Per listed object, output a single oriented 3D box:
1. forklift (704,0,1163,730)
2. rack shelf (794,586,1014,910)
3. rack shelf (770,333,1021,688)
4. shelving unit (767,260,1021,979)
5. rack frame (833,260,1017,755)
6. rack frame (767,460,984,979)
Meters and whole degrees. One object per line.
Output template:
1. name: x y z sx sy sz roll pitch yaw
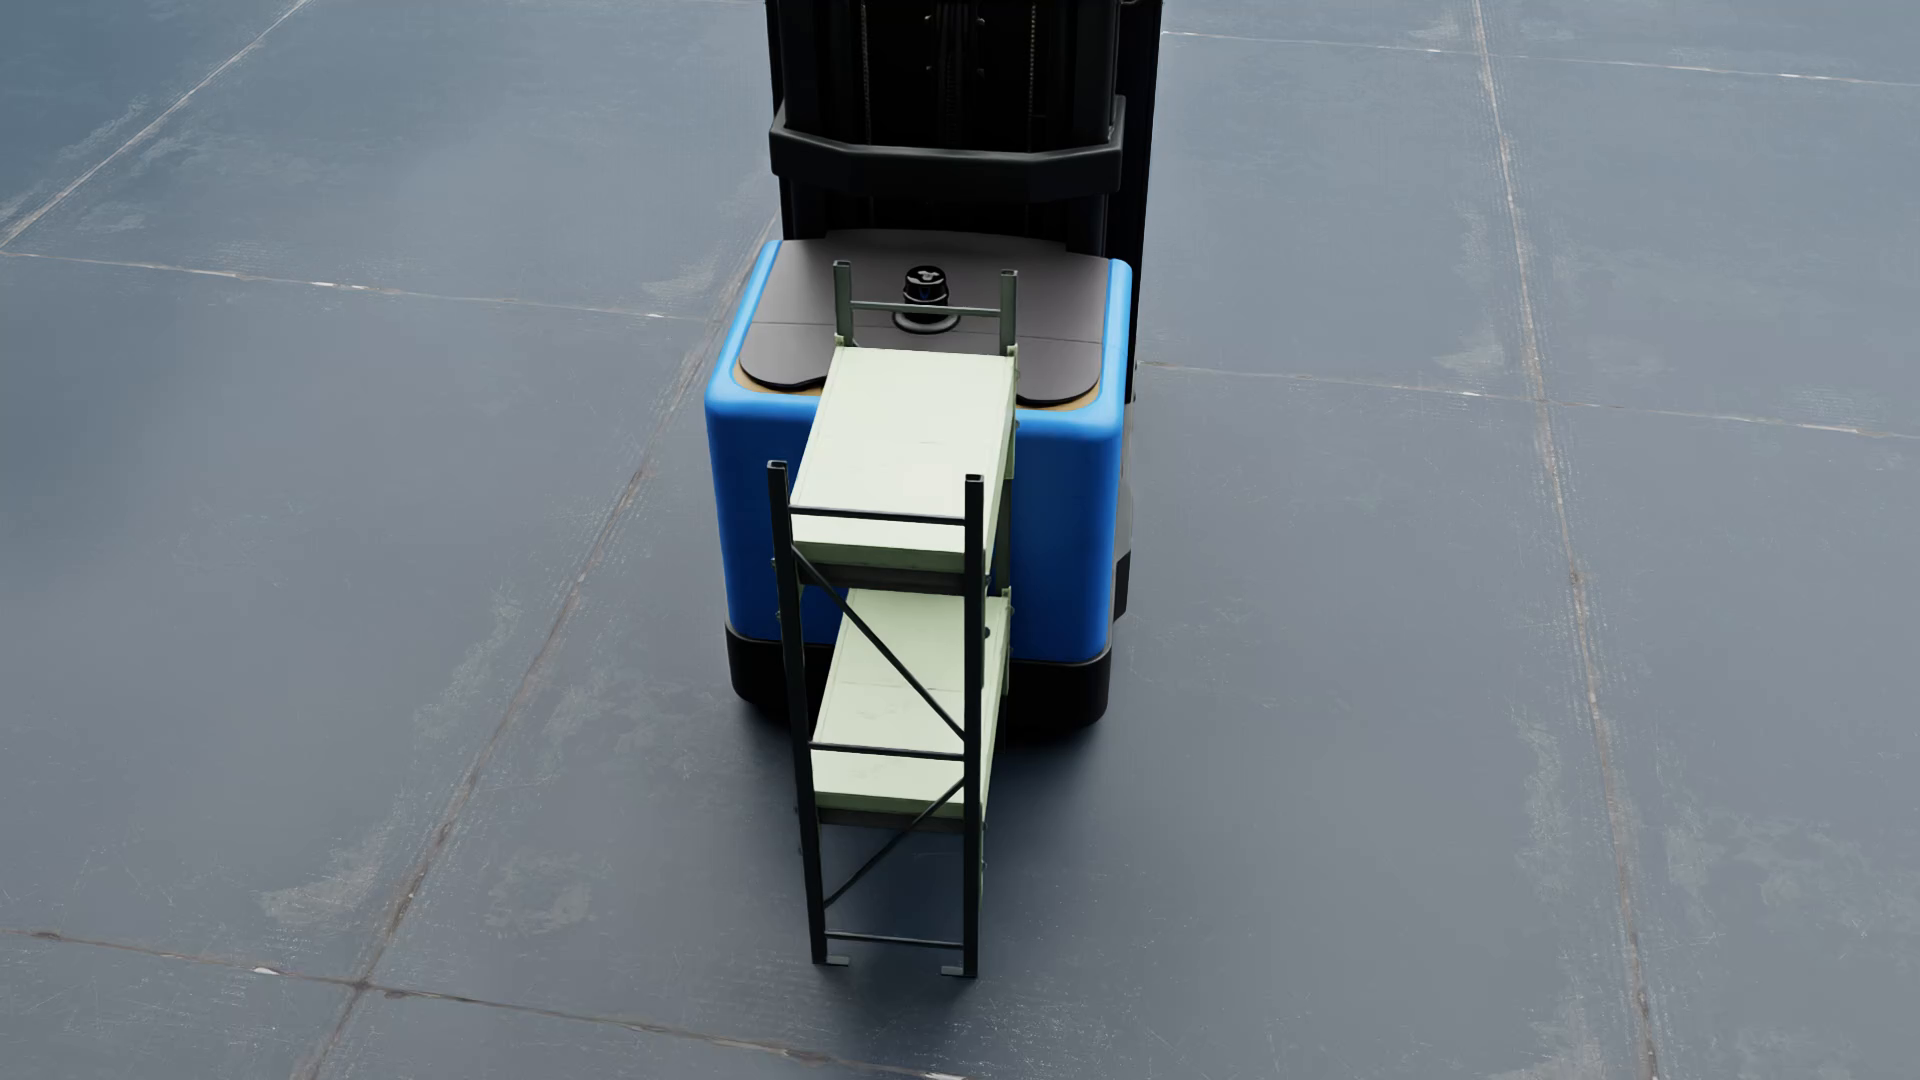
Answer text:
1. forklift: 0.037 -1.547 4.821 1.130 2.935 3.031 4 40 5
2. rack shelf: -0.116 0.471 4.015 0.431 0.370 0.720 4 40 5
3. rack shelf: -0.116 -0.081 3.559 0.431 0.370 0.720 4 40 5
4. shelving unit: -0.116 0.219 3.807 0.431 1.500 0.755 4 40 5
5. rack frame: -0.076 -0.012 4.088 0.400 1.500 0.023 4 40 5
6. rack frame: -0.156 0.451 3.527 0.400 1.500 0.023 4 40 5
